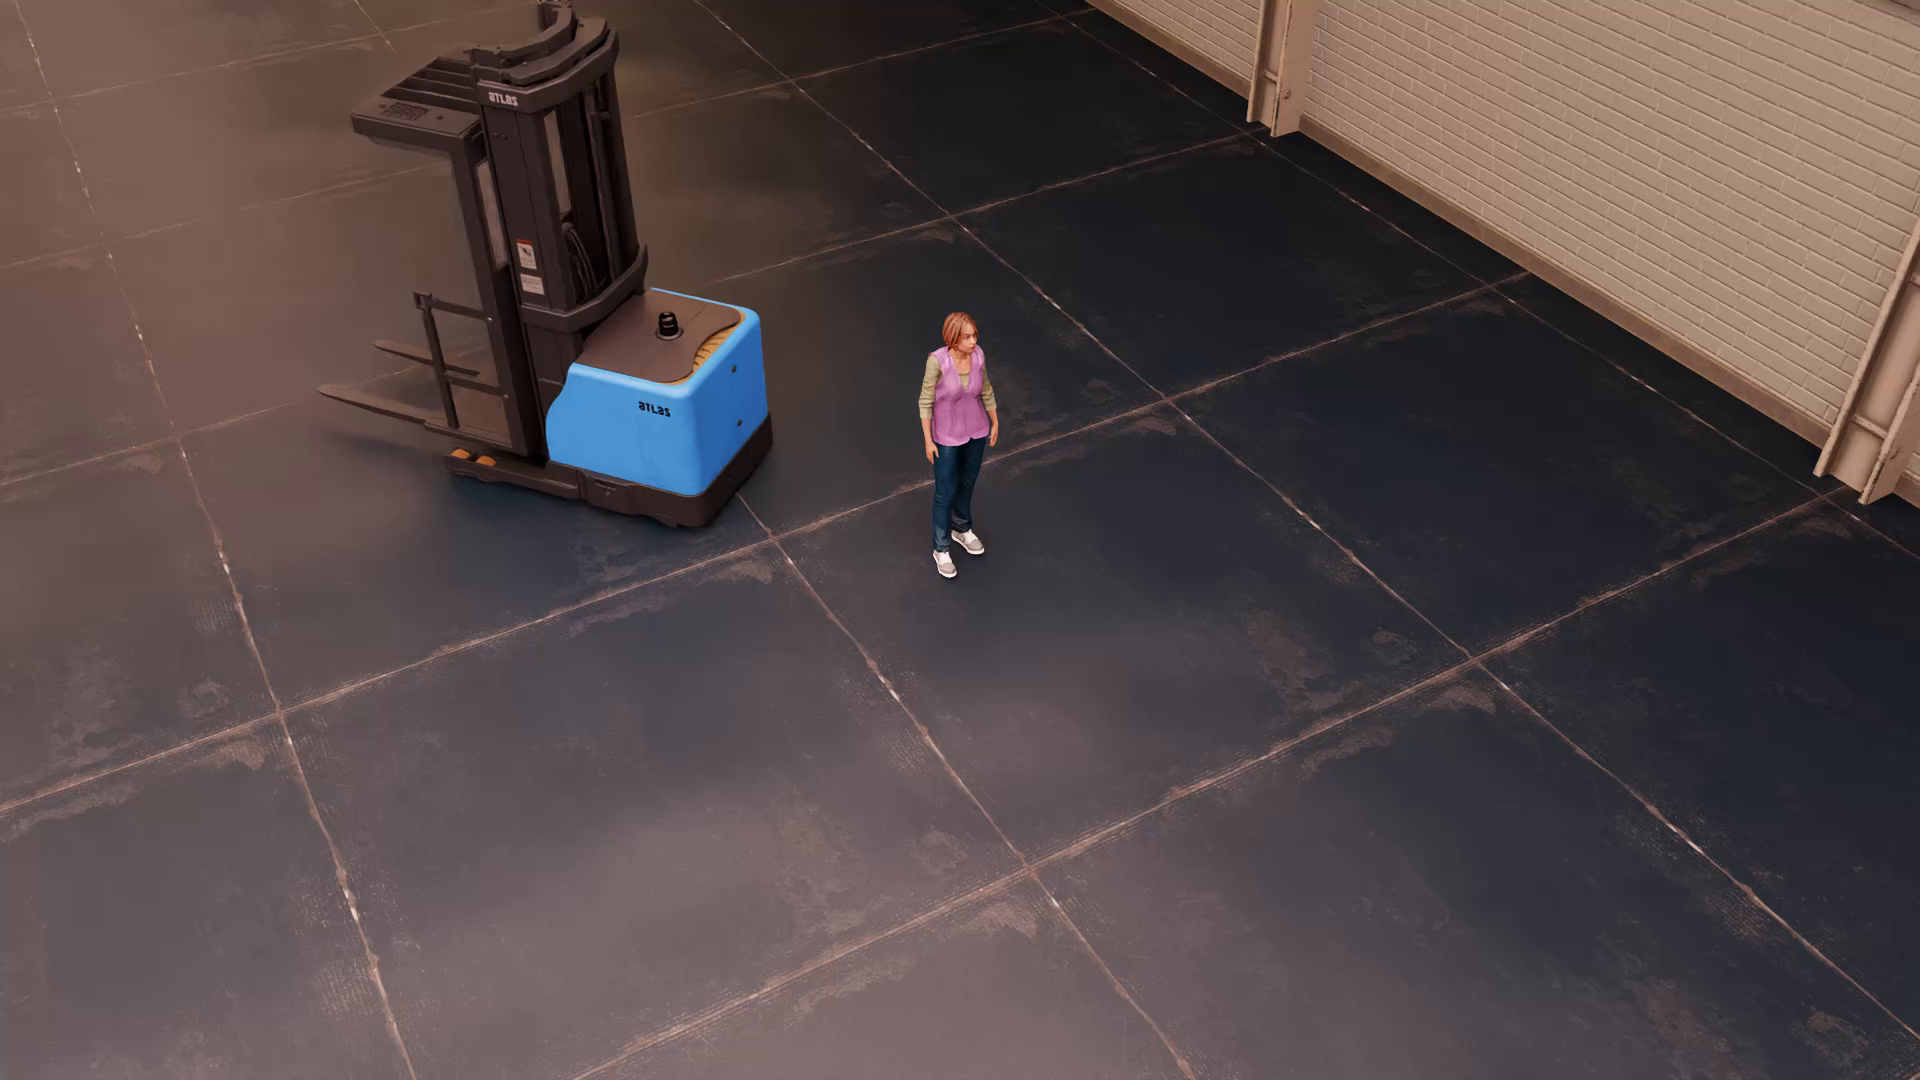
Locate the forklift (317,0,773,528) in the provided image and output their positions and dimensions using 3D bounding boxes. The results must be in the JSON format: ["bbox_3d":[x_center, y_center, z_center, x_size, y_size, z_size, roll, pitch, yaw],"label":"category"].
[{"bbox_3d":[-2.805,-1.803,10.209,3.031,2.935,1.130,14,42,17],"label":"forklift"}]

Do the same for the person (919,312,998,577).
[{"bbox_3d":[0.025,-0.575,9.763,0.520,1.596,0.475,-20,44,-23],"label":"person"}]
